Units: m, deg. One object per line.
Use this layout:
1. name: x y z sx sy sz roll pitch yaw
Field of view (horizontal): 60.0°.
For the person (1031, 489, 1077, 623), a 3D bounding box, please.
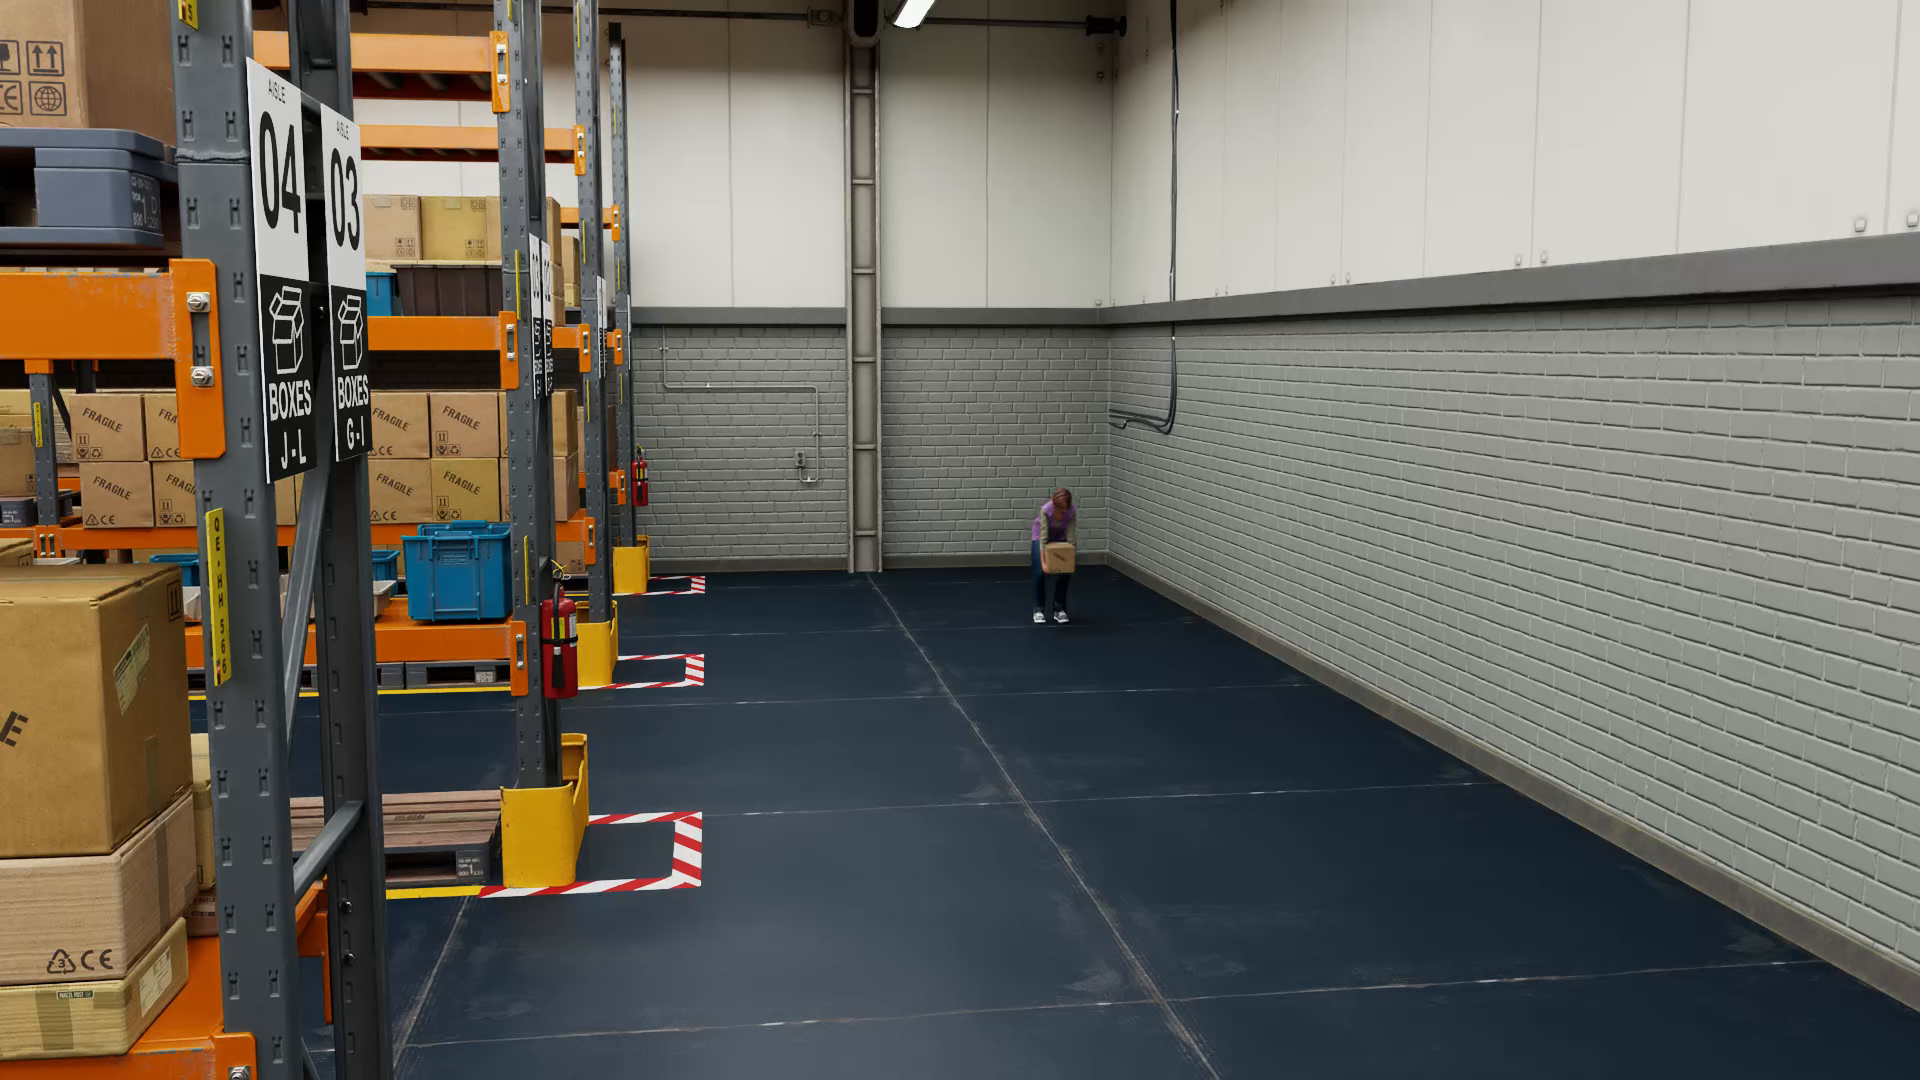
1. person: 0.904 0.151 15.895 0.382 1.332 0.757 -1 7 -10
